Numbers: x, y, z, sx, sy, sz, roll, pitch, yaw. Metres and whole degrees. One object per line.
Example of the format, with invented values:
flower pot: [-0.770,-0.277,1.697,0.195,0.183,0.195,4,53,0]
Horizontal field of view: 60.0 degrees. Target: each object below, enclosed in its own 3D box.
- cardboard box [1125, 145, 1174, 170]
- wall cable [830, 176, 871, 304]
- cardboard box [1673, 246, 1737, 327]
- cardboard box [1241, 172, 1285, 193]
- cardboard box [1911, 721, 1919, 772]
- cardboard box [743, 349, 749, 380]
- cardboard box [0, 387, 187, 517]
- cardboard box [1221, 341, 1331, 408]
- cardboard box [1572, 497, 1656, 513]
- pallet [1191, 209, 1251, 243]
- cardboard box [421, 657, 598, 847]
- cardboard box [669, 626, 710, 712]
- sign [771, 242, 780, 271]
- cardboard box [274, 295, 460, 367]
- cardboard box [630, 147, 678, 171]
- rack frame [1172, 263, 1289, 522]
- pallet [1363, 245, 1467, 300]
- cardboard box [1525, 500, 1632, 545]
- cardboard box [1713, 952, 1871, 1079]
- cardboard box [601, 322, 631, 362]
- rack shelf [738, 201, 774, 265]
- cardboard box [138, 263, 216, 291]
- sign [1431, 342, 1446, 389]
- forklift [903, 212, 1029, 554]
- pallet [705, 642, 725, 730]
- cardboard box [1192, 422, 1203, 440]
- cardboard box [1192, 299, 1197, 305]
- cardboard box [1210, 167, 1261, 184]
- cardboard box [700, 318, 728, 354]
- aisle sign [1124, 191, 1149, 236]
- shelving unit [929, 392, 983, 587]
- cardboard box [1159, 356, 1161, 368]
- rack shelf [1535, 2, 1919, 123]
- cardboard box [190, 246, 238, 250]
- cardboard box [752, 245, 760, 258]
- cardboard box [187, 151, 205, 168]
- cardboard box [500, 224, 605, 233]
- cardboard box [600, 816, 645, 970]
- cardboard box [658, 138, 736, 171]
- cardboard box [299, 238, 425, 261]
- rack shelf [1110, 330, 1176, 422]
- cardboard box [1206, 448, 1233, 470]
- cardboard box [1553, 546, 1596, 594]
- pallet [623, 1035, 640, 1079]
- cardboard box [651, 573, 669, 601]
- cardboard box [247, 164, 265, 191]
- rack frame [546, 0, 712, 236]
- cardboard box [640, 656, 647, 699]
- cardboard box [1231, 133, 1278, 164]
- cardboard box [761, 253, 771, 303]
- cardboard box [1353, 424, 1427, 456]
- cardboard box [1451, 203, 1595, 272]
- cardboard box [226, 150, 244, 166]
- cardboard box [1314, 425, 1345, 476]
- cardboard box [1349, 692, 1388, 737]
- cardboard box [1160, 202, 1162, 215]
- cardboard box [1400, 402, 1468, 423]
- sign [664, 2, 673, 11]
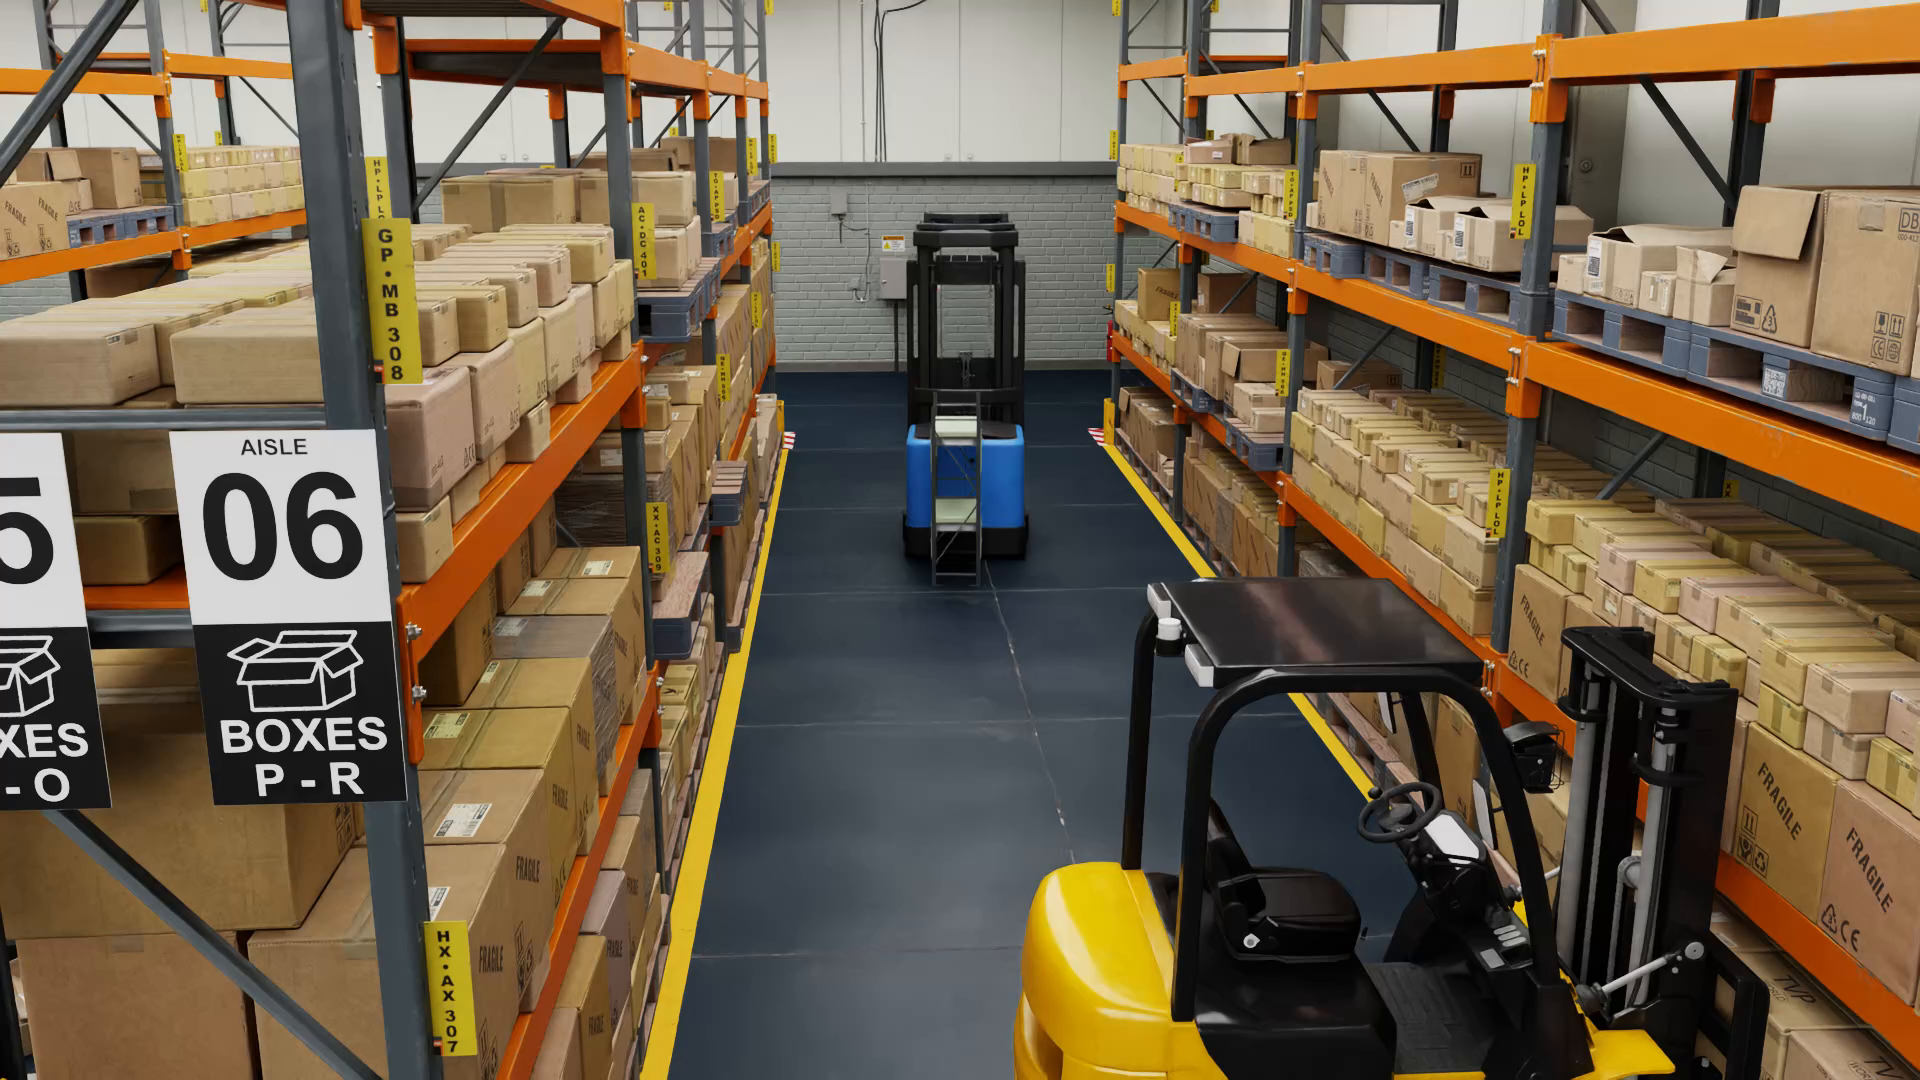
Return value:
cardboard box: [2.088,-4.167,18.106,0.500,0.250,0.500,-1,14,-4]
wall cable: [-1.614,-4.483,24.615,0.588,1.984,0.122,-1,14,-3]
cardboard box: [2.831,-0.923,6.024,0.396,0.266,0.258,-1,14,-5]
cardboard box: [2.397,-2.773,12.891,0.380,0.149,0.250,-1,14,-3]
cardboard box: [2.967,0.620,4.723,0.380,0.149,0.250,-1,14,-2]
cardboard box: [-2.100,-1.509,14.392,0.500,0.250,0.500,-1,14,-2]
cardboard box: [-1.965,-0.232,3.817,0.500,0.250,0.500,-1,14,-4]
cardboard box: [2.508,-1.309,13.266,0.797,0.503,0.637,-1,14,-5]
cardboard box: [3.234,-0.111,8.157,0.380,0.149,0.250,-1,14,-5]
pallet: [2.584,-2.587,13.644,1.213,0.211,1.003,-1,14,-3]
cardboard box: [-1.525,0.719,5.639,0.500,0.500,0.500,-1,14,-5]
cardboard box: [-2.081,0.819,10.479,0.950,0.372,0.625,-1,14,-5]
sign: [-2.113,-3.245,19.041,0.100,0.325,0.005,-1,14,-3]
cardboard box: [-1.468,-0.519,4.132,0.380,0.149,0.250,-1,14,-3]
cardboard box: [-2.643,-3.050,14.022,0.500,0.500,0.500,-1,14,-4]
rack frame: [2.546,-1.647,15.631,1.000,3.000,0.127,-1,14,-3]
pallet: [2.997,-1.568,9.683,1.003,0.211,1.213,0,14,-1]
cardboard box: [2.765,-0.080,7.442,0.380,0.149,0.250,-1,14,-2]
cardboard box: [2.871,1.620,5.604,0.500,0.250,0.500,-1,14,-3]
cardboard box: [-1.588,-0.837,6.967,0.380,0.149,0.250,-1,14,-3]
rack shelf: [-2.532,-3.171,16.979,1.077,0.370,4.000,-1,14,-3]
cardboard box: [-7.127,-2.260,15.212,0.500,0.500,0.500,-1,14,-2]
sign: [3.348,-1.222,11.657,0.100,0.325,0.005,-1,14,-3]
forklift: [0.055,-1.602,15.593,1.130,2.935,3.031,0,14,0]
pallet: [-2.113,0.970,11.055,1.003,0.211,1.213,-1,14,-3]
cardboard box: [2.363,-1.005,15.413,0.380,0.149,0.250,-1,14,-4]
cardboard box: [2.592,-2.603,19.050,0.500,0.250,0.500,0,14,-2]
cardboard box: [2.304,-3.037,13.880,0.380,0.149,0.250,-1,14,-3]
cardboard box: [-1.987,-1.357,12.296,0.500,0.500,0.500,-1,14,-3]
aisle sign: [2.001,-3.913,19.222,0.394,0.787,0.004,-1,14,-3]
shelving unit: [-0.029,-0.432,13.920,0.431,1.500,0.755,0,14,0]
cardboard box: [2.207,-1.795,16.711,0.380,0.149,0.250,-1,14,-2]
rack shelf: [3.166,-1.523,5.357,1.077,0.370,4.000,-1,14,-3]
cardboard box: [-7.780,-2.768,17.186,0.500,0.500,0.500,-1,14,-5]
cardboard box: [-2.300,-3.008,17.413,0.380,0.149,0.250,-1,14,-2]
cardboard box: [-7.174,-3.489,15.268,0.380,0.149,0.250,-1,14,-4]
cardboard box: [-1.675,-1.221,6.862,0.380,0.149,0.250,-1,14,-2]
cardboard box: [-1.574,1.455,6.746,0.500,0.500,0.500,-1,14,-2]
cardboard box: [-2.524,-3.659,16.180,0.797,0.503,0.637,0,14,1]
cardboard box: [-2.176,-1.018,6.070,0.380,0.149,0.250,-1,14,-4]
rack shelf: [2.422,-1.796,17.654,1.077,0.370,4.000,-1,14,-3]
cardboard box: [2.424,-0.729,14.936,0.380,0.149,0.250,-2,15,-6]
cardboard box: [2.817,0.128,7.231,0.380,0.149,0.250,-1,14,-2]
pallet: [-1.757,2.241,6.115,1.003,0.211,1.213,-1,14,-3]
cardboard box: [-1.631,0.196,8.129,0.380,0.149,0.250,-1,14,-3]
cardboard box: [-7.226,-3.594,16.476,0.500,0.250,0.500,-2,15,-6]
rack frame: [-2.160,-3.480,10.716,1.000,3.000,0.127,-1,14,-3]
cardboard box: [-1.588,0.617,7.336,0.380,0.149,0.250,-1,14,-4]
cardboard box: [2.633,-3.499,14.843,0.396,0.266,0.258,-1,14,-4]
cardboard box: [-2.326,-2.851,18.104,0.500,0.500,0.500,-1,14,-3]
cardboard box: [2.610,-0.610,10.099,0.380,0.149,0.250,-1,14,-2]
cardboard box: [2.754,-1.495,8.156,0.500,0.311,0.500,-1,14,-5]
cardboard box: [-7.152,-3.687,16.037,0.380,0.149,0.250,0,14,-1]
cardboard box: [2.607,-0.583,10.793,0.500,0.250,0.500,0,14,-2]
cardboard box: [2.909,0.780,10.123,0.875,0.625,0.625,-1,15,-6]
cardboard box: [2.211,-3.319,16.613,0.380,0.149,0.250,0,14,-2]
cardboard box: [3.099,-0.808,10.869,0.380,0.149,0.250,-1,14,-3]
sign: [-3.210,-5.992,18.285,0.100,0.325,0.005,-1,14,-3]
